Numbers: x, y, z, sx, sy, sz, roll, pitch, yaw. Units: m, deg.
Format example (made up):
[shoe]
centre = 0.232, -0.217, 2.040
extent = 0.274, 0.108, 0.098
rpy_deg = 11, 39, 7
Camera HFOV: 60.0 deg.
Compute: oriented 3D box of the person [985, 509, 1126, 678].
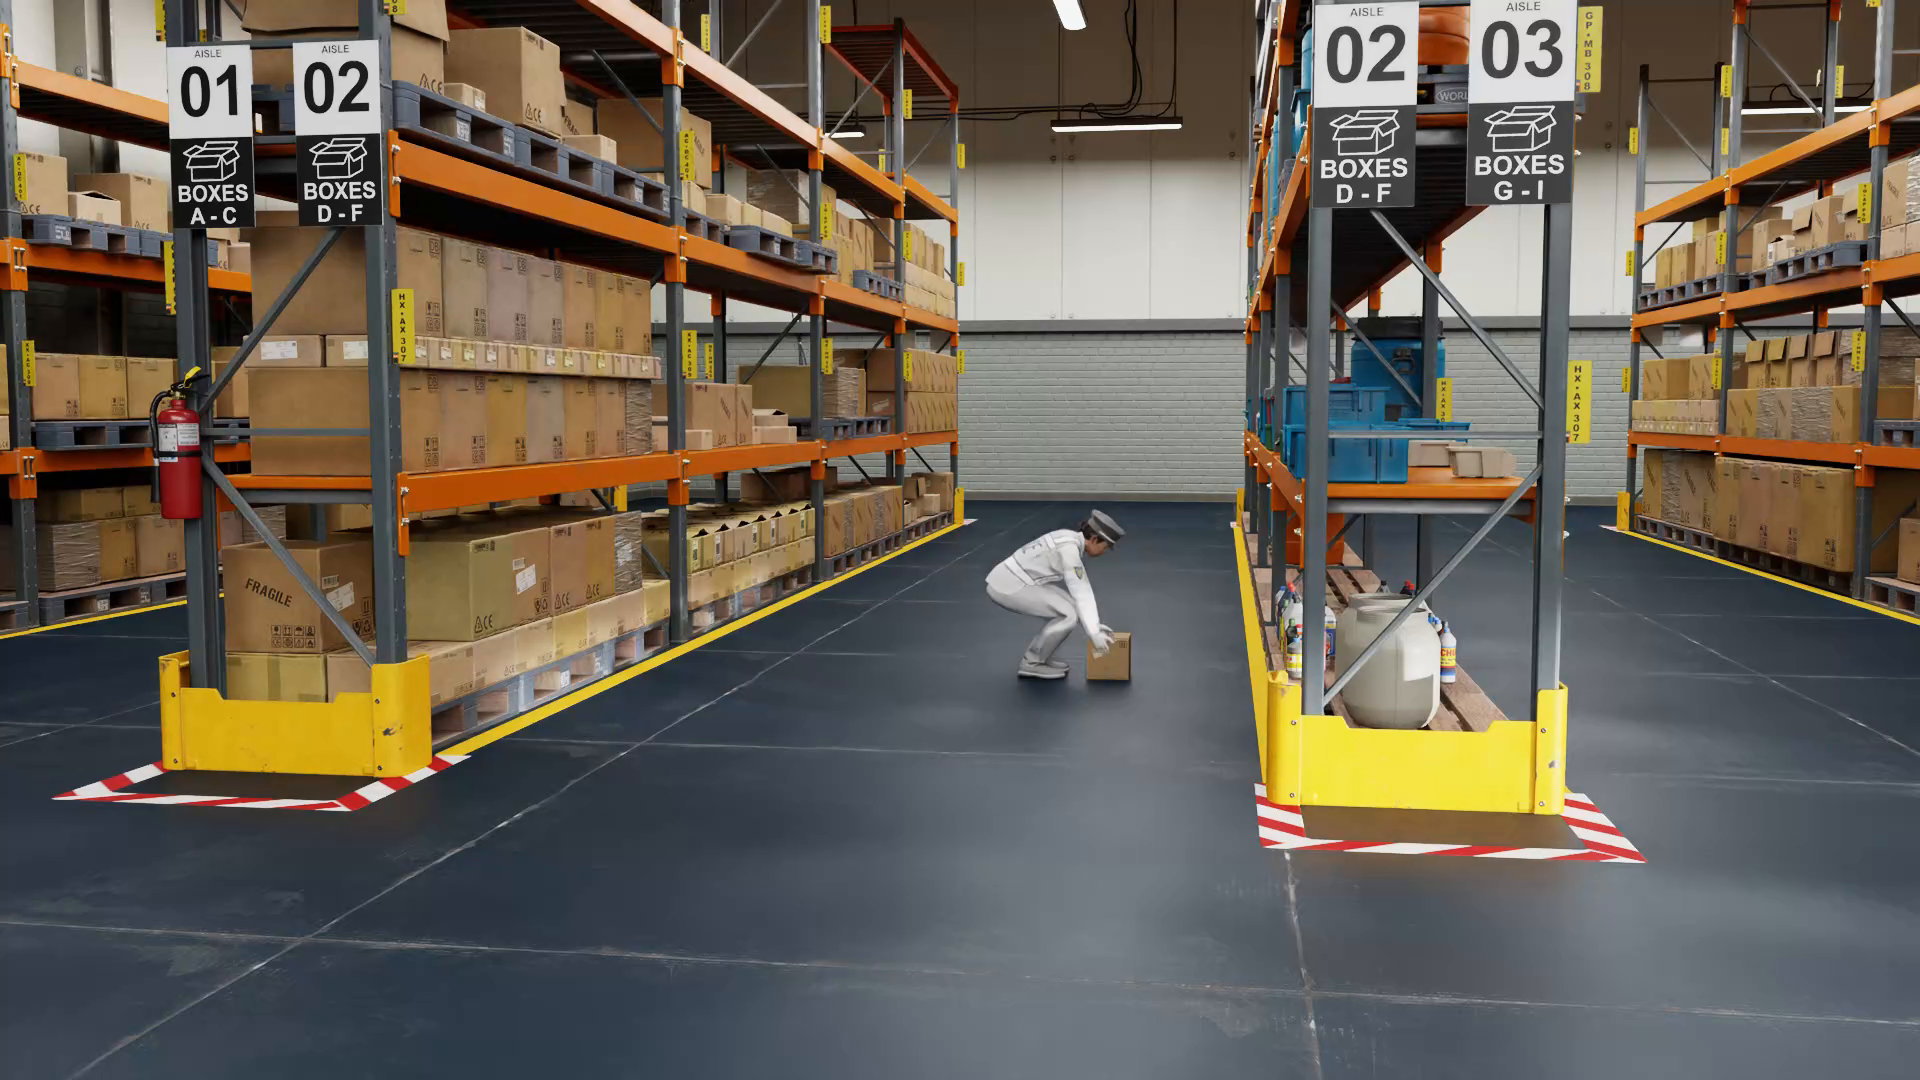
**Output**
[person]
centre = 0.581, 0.319, 10.072
extent = 0.840, 1.006, 0.493
rpy_deg = 1, 5, 8
